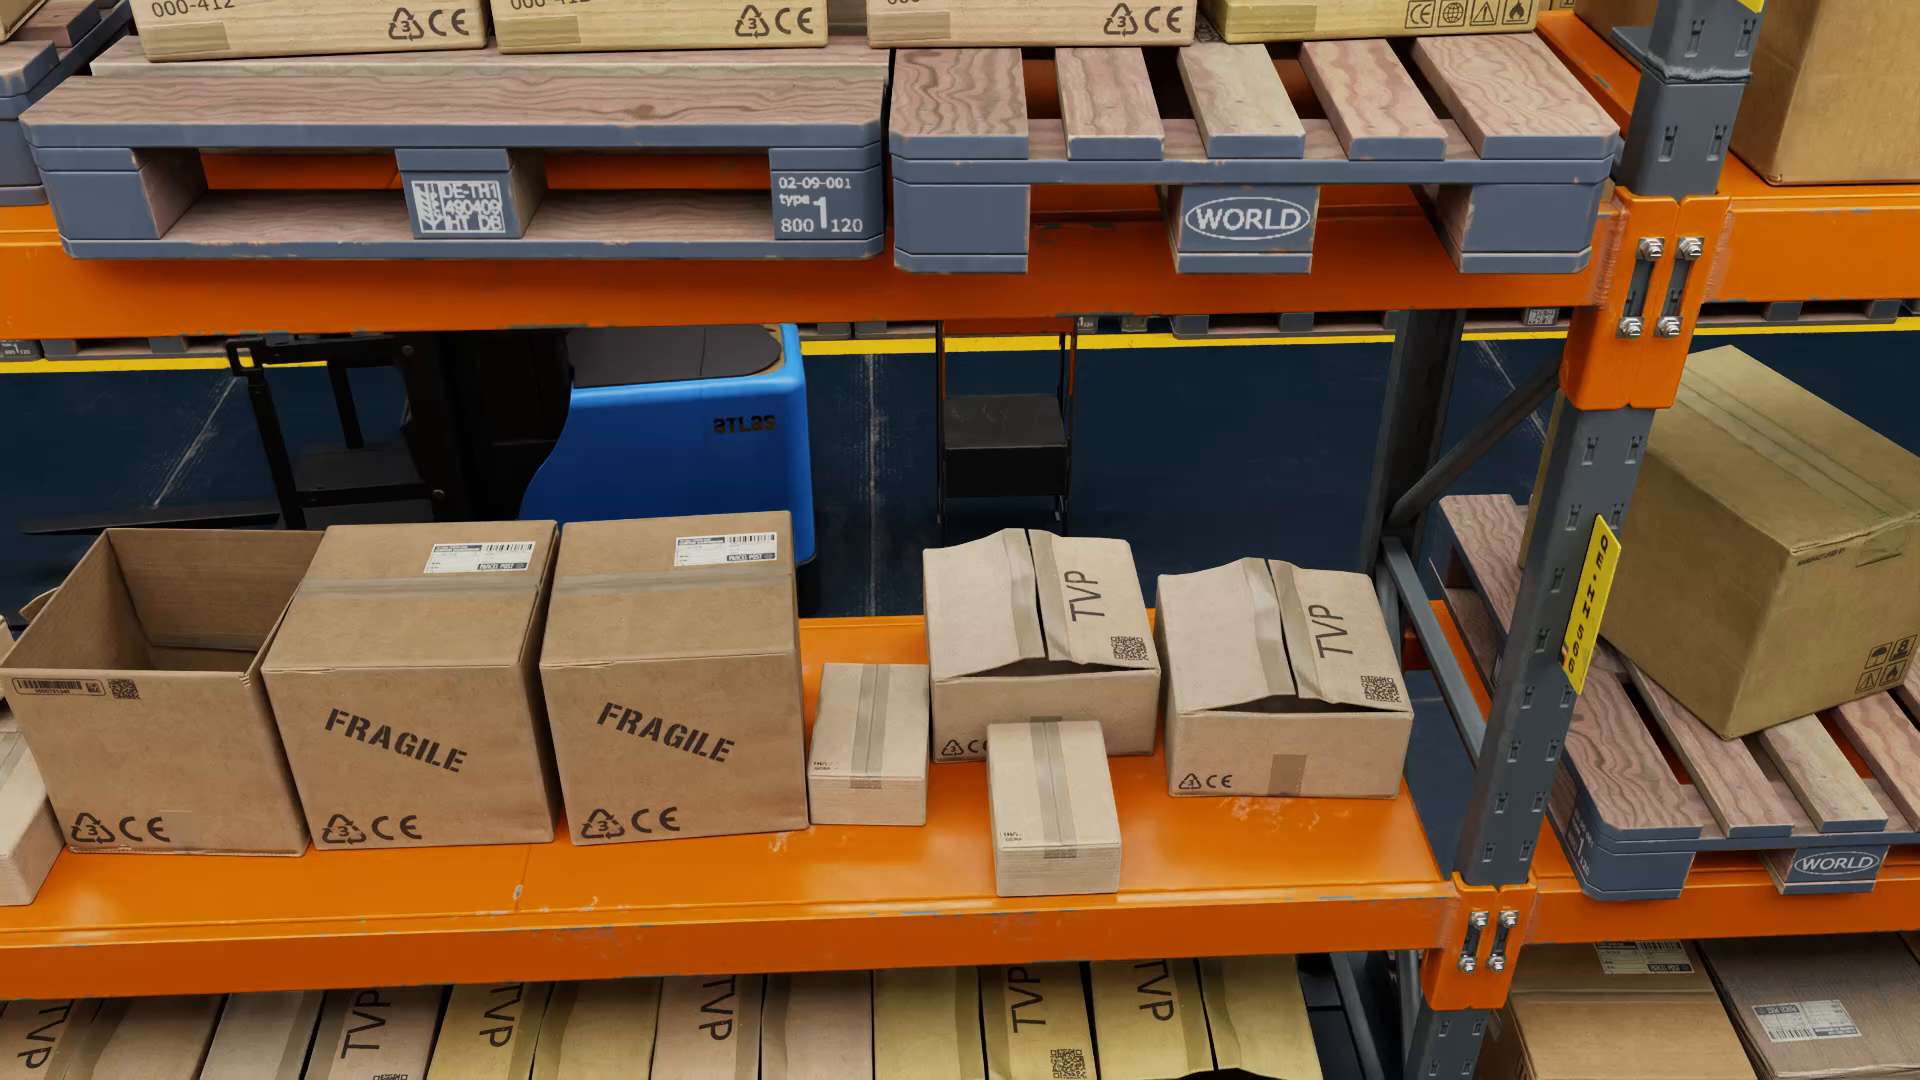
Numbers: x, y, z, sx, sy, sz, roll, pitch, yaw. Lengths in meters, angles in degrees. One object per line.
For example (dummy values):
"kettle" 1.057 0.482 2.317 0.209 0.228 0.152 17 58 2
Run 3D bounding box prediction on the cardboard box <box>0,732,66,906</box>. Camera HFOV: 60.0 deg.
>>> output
"cardboard box" -2.024 0.581 3.495 0.250 0.149 0.380 -2 35 -2

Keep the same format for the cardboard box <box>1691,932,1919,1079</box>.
"cardboard box" 2.068 1.258 4.107 0.500 0.500 0.500 -3 35 -4

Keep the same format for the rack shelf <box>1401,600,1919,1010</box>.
"rack shelf" 3.075 0.520 3.995 4.000 0.370 1.077 -2 35 -2

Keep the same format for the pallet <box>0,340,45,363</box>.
"pallet" -5.047 -1.211 8.314 1.213 0.211 1.003 -2 35 -2

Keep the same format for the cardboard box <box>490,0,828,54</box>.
"cardboard box" -0.468 -0.989 2.670 0.500 0.250 0.500 -2 35 -3

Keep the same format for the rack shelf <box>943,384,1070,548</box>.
"rack shelf" 0.165 -0.281 6.565 0.480 0.518 0.431 -2 35 -2

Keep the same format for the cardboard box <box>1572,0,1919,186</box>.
"cardboard box" 1.511 -1.027 2.875 0.500 0.500 0.910 -2 35 -2

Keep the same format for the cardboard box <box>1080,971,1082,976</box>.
"cardboard box" 0.540 1.083 4.596 0.500 0.250 0.500 -2 35 -2

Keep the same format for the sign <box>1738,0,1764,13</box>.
"sign" 1.095 -0.885 2.233 0.005 0.325 0.100 -2 35 -2

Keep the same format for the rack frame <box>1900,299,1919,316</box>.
"rack frame" 4.834 -2.645 7.937 0.127 3.000 1.000 -2 35 -2

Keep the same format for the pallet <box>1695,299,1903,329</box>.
"pallet" 4.067 -1.435 8.638 1.213 0.211 1.003 -2 35 -2

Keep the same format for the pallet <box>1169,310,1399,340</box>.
"pallet" 1.630 -1.369 8.543 1.213 0.211 1.003 -2 35 -2

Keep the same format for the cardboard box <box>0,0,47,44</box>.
"cardboard box" -1.754 -0.986 2.666 0.500 0.250 0.500 -5 35 -7

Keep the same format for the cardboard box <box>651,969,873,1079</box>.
"cardboard box" -0.458 1.189 3.950 0.500 0.311 0.500 -2 35 -3

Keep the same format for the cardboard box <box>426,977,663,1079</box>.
"cardboard box" -0.958 1.201 3.932 0.500 0.311 0.500 -1 35 -1

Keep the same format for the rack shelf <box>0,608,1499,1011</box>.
"rack shelf" -0.921 0.628 3.839 4.000 0.370 1.077 -2 35 -2

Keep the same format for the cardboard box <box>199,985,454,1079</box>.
"cardboard box" -1.477 1.218 3.908 0.500 0.311 0.500 -3 35 -4

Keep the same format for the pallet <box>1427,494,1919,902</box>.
"pallet" 1.751 0.299 3.851 1.003 0.211 1.213 -2 35 -2

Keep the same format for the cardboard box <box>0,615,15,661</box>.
"cardboard box" -2.429 0.409 3.654 0.500 0.250 0.500 1 35 1

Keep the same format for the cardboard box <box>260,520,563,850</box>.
"cardboard box" -1.124 0.306 3.585 0.500 0.500 0.500 -1 35 -2

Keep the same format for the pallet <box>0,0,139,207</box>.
"pallet" -2.038 -0.800 2.802 1.217 0.209 0.805 -3 35 -4

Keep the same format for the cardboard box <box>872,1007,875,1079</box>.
"cardboard box" -0.454 1.417 4.114 0.500 0.250 0.500 -1 35 -1

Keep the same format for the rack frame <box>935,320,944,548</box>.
"rack frame" -0.078 -0.861 6.149 0.015 2.100 0.400 -2 35 -2

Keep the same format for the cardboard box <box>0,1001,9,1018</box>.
"cardboard box" -2.494 1.244 3.872 0.500 0.311 0.500 -1 35 -2

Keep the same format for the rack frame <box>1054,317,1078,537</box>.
"rack frame" 0.409 -0.874 6.168 0.015 2.100 0.400 -2 35 -2

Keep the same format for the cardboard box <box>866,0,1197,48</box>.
"cardboard box" 0.104 -0.998 2.683 0.500 0.250 0.500 -1 35 -1

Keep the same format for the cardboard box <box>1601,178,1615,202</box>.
"cardboard box" 3.304 -1.817 8.260 0.750 0.750 0.750 -1 35 -1

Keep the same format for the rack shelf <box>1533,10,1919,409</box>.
"rack shelf" 3.075 -0.713 3.141 4.000 0.370 1.077 -2 35 -2

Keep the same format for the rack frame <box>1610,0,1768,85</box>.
"rack frame" 1.077 -2.189 2.005 0.127 3.000 1.000 -2 35 -2

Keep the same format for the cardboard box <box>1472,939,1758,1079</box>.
"cardboard box" 1.545 1.275 4.082 0.500 0.500 0.500 0 35 0

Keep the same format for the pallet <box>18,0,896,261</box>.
"pallet" -0.713 -0.777 2.767 1.213 0.211 1.003 0 35 0

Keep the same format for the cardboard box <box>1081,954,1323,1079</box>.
"cardboard box" 0.566 1.159 3.993 0.500 0.311 0.500 -1 35 -1

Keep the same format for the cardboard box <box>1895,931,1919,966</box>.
"cardboard box" 2.569 1.247 4.122 0.500 0.500 0.500 -2 35 -3

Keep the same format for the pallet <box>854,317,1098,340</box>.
"pallet" 0.058 -1.371 8.545 1.213 0.211 1.003 -2 35 -2

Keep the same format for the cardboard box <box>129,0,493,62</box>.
"cardboard box" -1.006 -0.975 2.650 0.500 0.250 0.500 -4 35 -6

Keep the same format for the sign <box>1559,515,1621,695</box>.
"sign" 1.107 0.117 2.927 0.005 0.325 0.100 -2 35 -2

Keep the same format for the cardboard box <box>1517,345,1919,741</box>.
"cardboard box" 1.701 -0.017 3.682 0.500 0.500 0.700 -13 37 -18

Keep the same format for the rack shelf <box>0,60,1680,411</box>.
"rack shelf" -0.921 -0.606 2.986 4.000 0.370 1.077 -2 35 -2

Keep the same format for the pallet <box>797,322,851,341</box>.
"pallet" -1.157 -1.340 8.500 1.213 0.211 1.003 -2 35 -2

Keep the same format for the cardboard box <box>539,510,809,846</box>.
"cardboard box" -0.598 0.291 3.605 0.500 0.500 0.500 -3 35 -5

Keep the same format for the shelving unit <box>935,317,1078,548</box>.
"shelving unit" 0.165 -0.868 6.159 0.503 2.100 0.431 -2 35 -2

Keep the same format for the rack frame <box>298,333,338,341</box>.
"rack frame" -3.157 -2.430 7.625 0.127 3.000 1.000 -2 35 -2

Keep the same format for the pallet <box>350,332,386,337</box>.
"pallet" -2.379 -1.305 8.450 1.213 0.211 1.003 -2 35 -2

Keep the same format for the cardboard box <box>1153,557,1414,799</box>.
"cardboard box" 0.712 0.300 3.759 0.500 0.311 0.500 1 35 1

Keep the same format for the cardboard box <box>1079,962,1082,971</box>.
"cardboard box" 0.540 0.853 4.437 0.500 0.311 0.500 0 35 -1

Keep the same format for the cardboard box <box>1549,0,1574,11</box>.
"cardboard box" 2.875 -2.617 7.529 0.500 0.500 0.500 -1 35 -1

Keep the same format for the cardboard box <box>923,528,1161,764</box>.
"cardboard box" 0.175 0.229 3.862 0.500 0.311 0.500 -2 35 -3

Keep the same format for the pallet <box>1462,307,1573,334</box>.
"pallet" 2.846 -1.401 8.588 1.213 0.211 1.003 -2 35 -2

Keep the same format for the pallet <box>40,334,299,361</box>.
"pallet" -3.826 -1.245 8.364 1.213 0.211 1.003 -2 35 -2

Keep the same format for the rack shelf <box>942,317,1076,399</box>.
"rack shelf" 0.165 -0.857 6.167 0.480 0.518 0.431 -2 35 -2

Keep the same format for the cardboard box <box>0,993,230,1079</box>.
"cardboard box" -1.993 1.233 3.887 0.500 0.311 0.500 -2 35 -3

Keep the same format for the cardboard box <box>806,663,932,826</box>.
"cardboard box" -0.194 0.448 3.688 0.250 0.149 0.380 1 35 1

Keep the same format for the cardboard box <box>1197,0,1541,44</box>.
"cardboard box" 0.627 -1.022 2.718 0.500 0.250 0.500 -4 35 -6

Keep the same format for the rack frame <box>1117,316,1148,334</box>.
"rack frame" 0.839 -2.538 7.781 0.127 3.000 1.000 -2 35 -2

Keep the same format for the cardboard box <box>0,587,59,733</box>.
"cardboard box" -2.049 0.313 3.780 0.258 0.266 0.396 -2 35 -3

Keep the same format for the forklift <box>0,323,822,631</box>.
"forklift" -2.084 -1.027 5.658 3.031 2.935 1.130 -5 35 -7

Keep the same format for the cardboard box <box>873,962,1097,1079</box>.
"cardboard box" 0.047 1.177 3.968 0.500 0.311 0.500 -2 35 -3

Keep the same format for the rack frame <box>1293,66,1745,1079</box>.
"rack frame" 1.077 0.278 3.712 0.127 3.000 1.000 -2 35 -2
